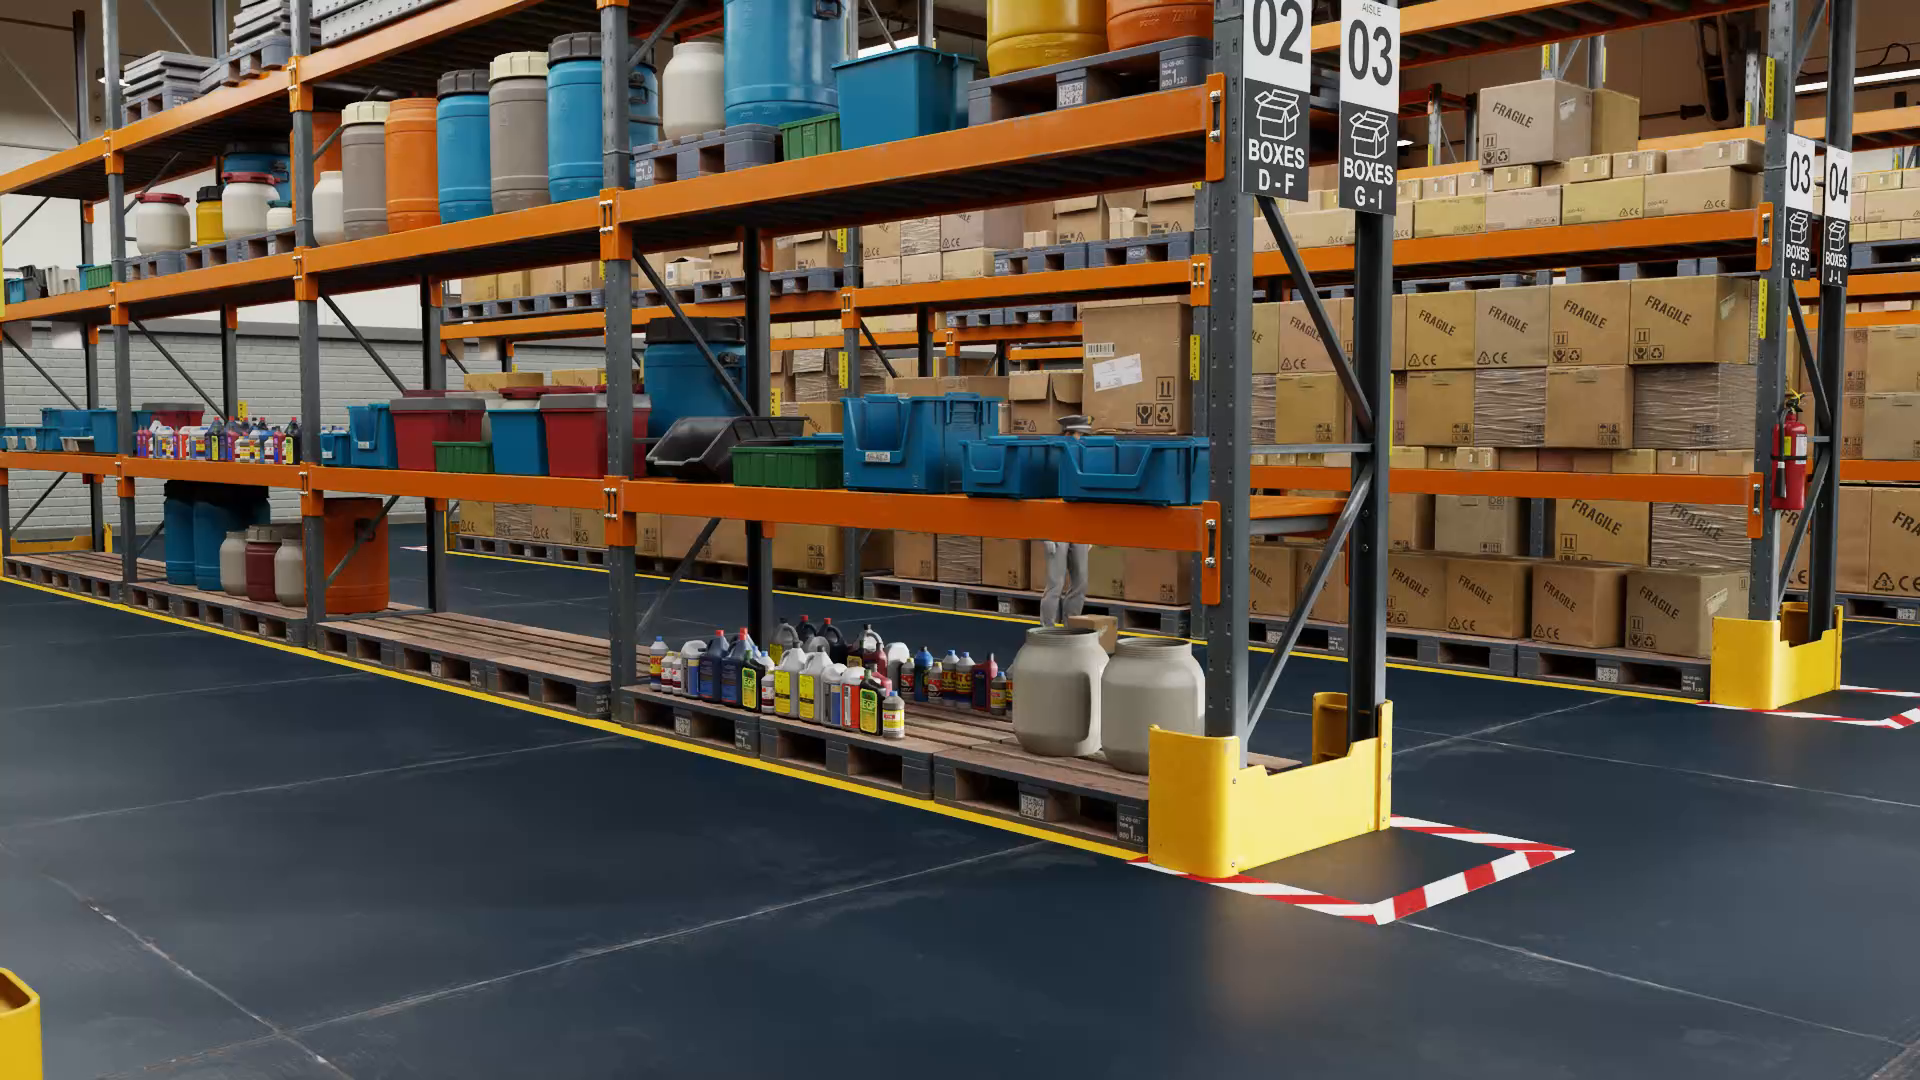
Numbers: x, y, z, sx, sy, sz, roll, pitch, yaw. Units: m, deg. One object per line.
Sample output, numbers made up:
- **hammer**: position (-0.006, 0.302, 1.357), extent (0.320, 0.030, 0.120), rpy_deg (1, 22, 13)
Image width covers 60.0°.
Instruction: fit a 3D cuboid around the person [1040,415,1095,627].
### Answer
- **person**: position (0.754, -0.052, 11.747), extent (0.516, 1.663, 0.378), rpy_deg (-4, 6, -44)
